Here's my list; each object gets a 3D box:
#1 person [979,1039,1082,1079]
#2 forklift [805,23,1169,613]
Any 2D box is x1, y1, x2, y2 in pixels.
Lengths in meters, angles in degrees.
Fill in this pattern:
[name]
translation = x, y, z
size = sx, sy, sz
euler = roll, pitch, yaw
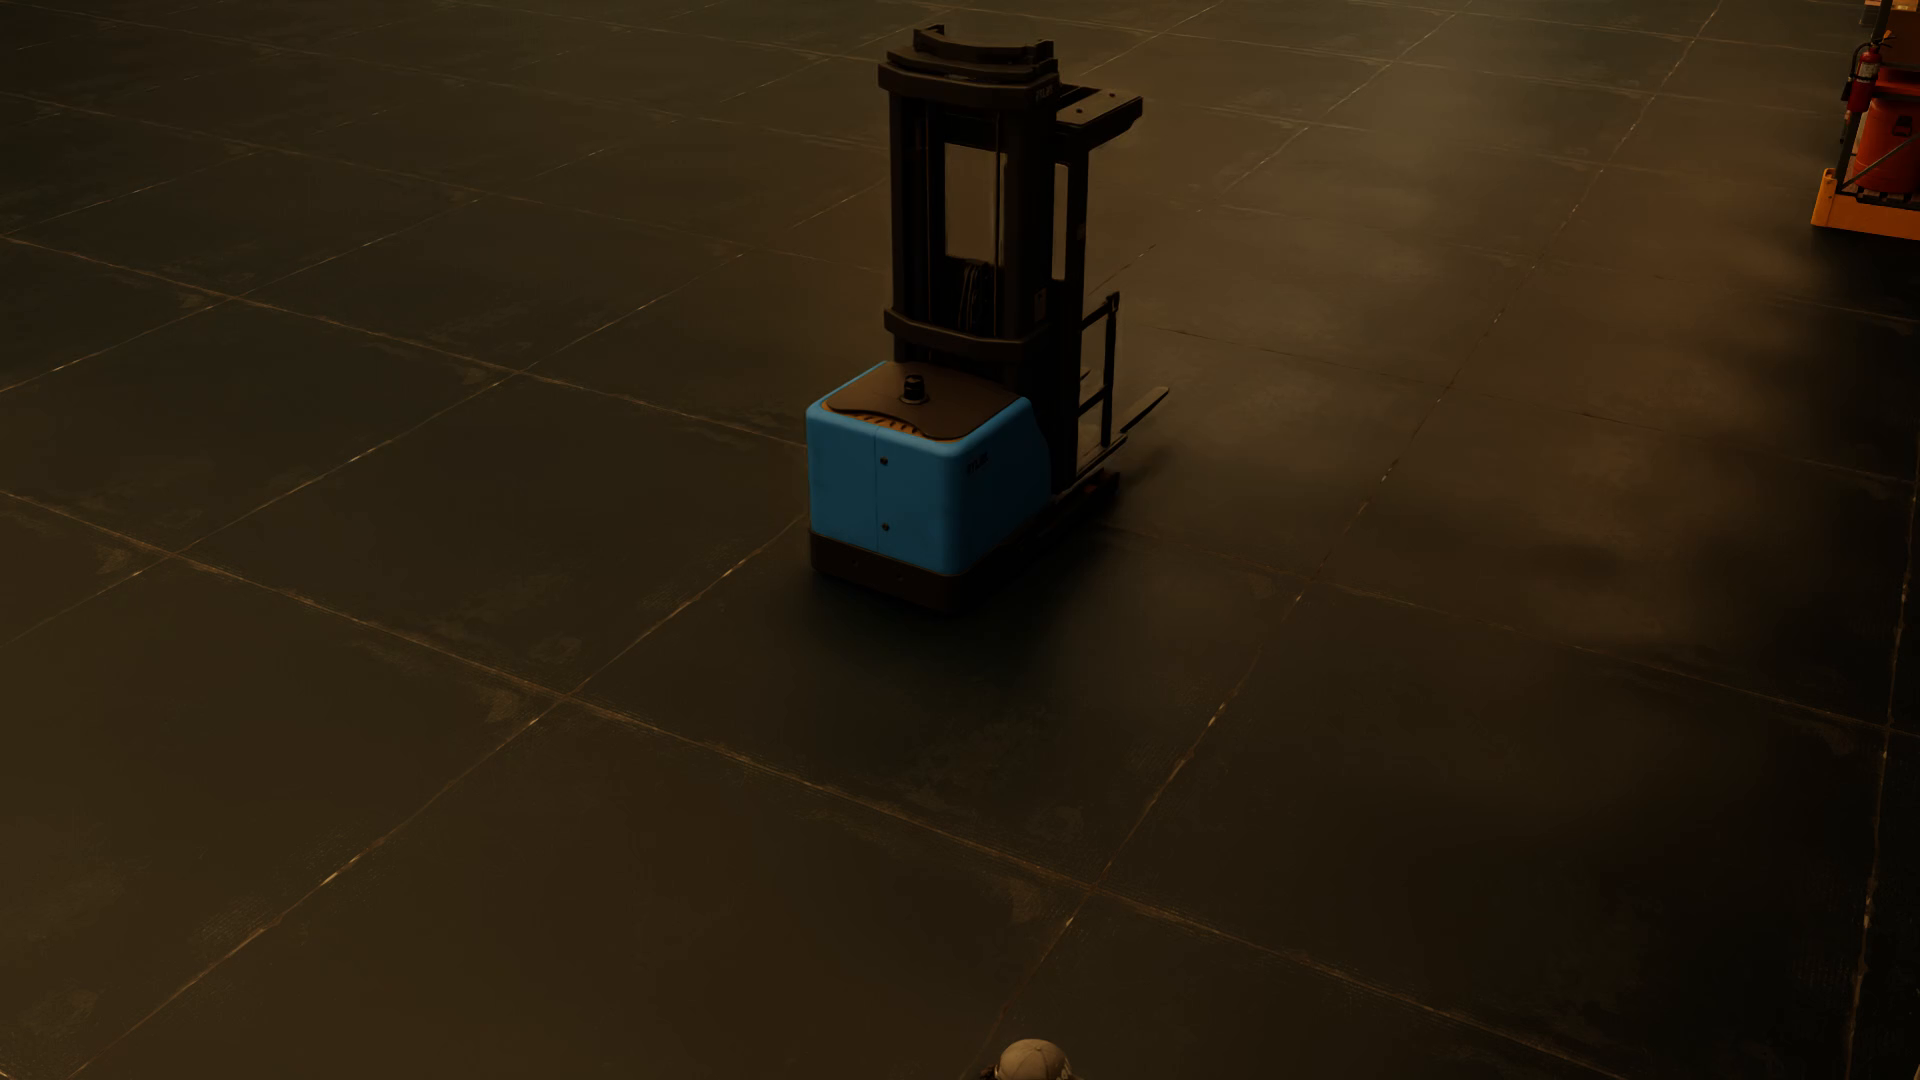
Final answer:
[person]
translation = 0.187, 2.070, 4.839
size = 0.583, 1.596, 0.671
euler = -3, 30, -6
[forklift]
translation = 0.341, -1.563, 9.778
size = 1.130, 2.935, 3.031
euler = 17, 34, 27
